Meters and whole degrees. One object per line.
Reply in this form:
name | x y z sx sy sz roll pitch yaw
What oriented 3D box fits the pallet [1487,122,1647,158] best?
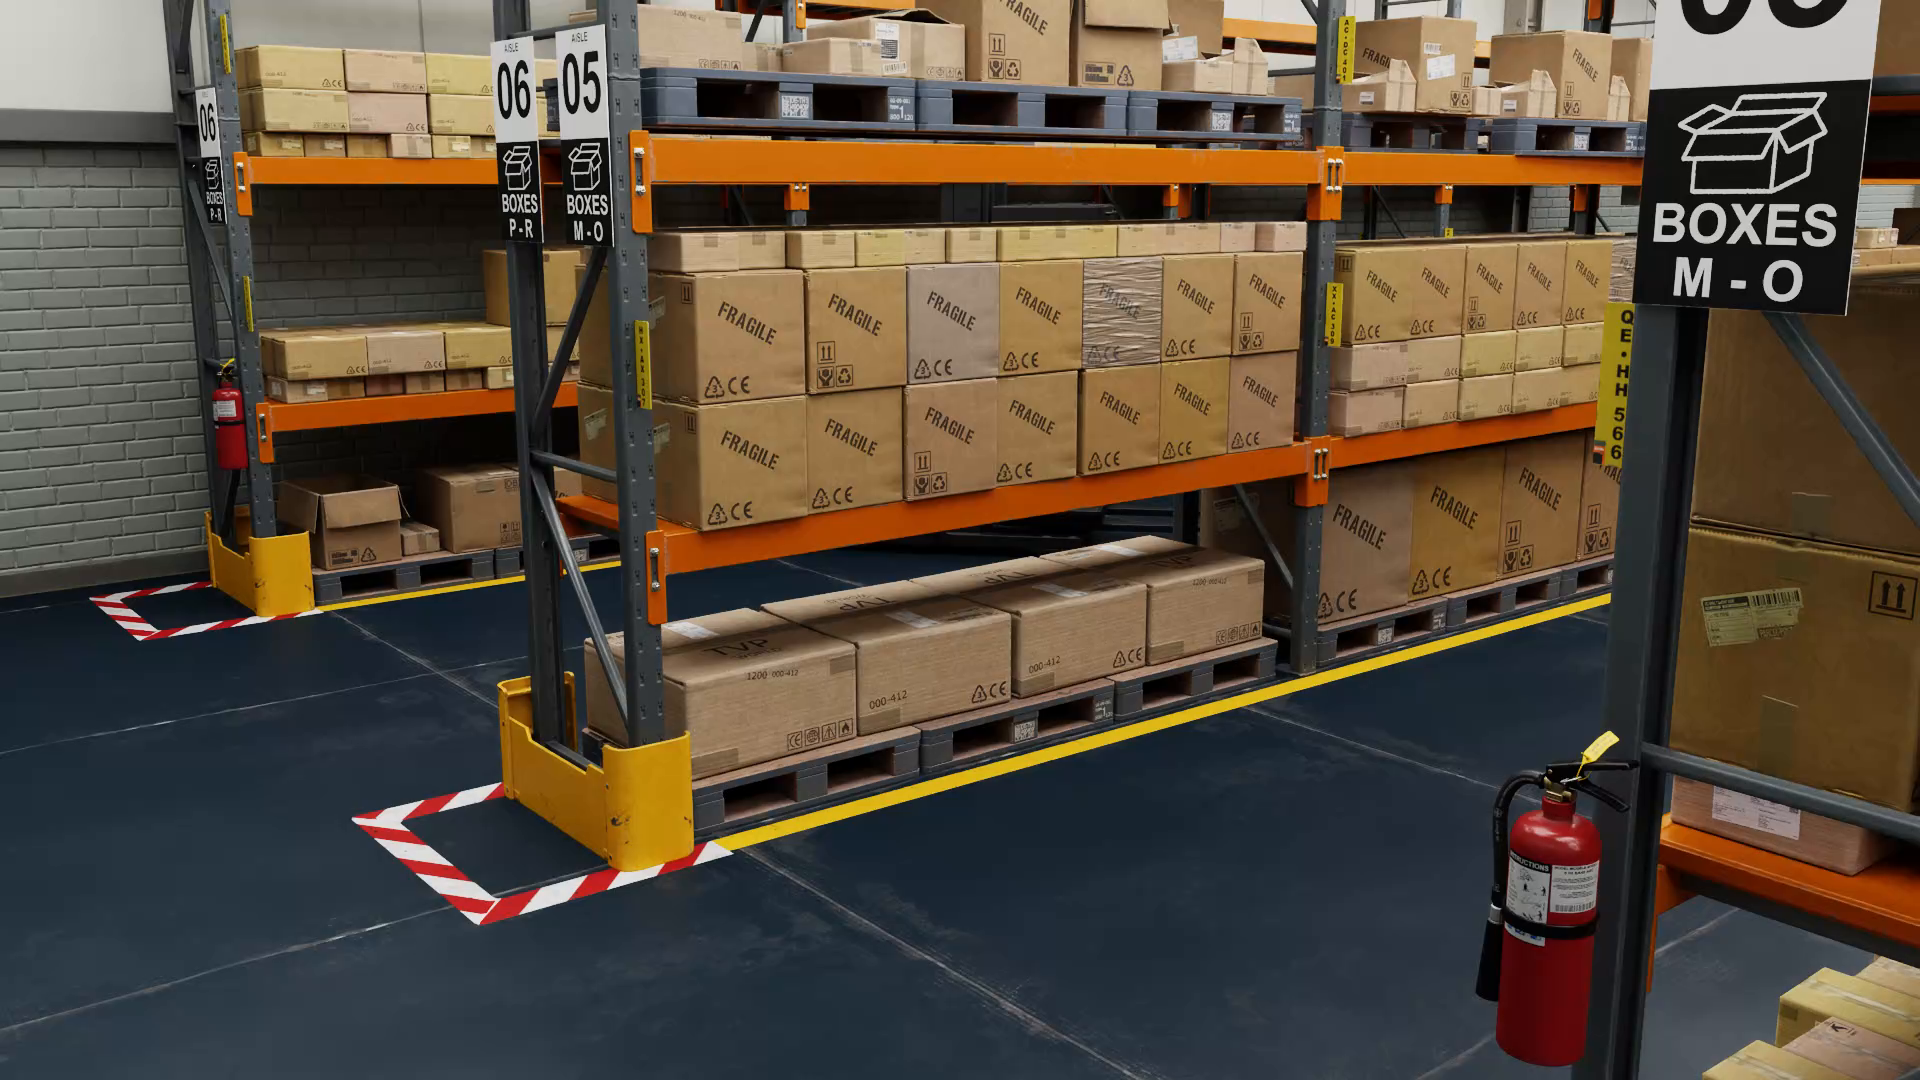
pallet | 4.252 -2.603 10.898 1.003 0.211 1.213 -9 15 -35

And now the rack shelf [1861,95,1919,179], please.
rack shelf | 3.208 -0.867 4.001 4.000 0.370 1.077 -9 15 -38

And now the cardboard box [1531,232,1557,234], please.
cardboard box | 6.844 -3.571 19.705 0.250 0.149 0.380 -9 15 -37

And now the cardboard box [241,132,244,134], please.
cardboard box | -4.452 -2.728 10.677 0.500 0.250 0.500 -10 15 -39

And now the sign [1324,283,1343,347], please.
sign | 1.946 -1.173 8.659 0.005 0.325 0.100 -9 15 -38

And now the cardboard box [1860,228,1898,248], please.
cardboard box | 7.096 -2.368 13.030 0.250 0.149 0.380 -10 16 -39

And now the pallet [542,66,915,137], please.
pallet | -0.953 -1.804 6.894 1.213 0.211 1.003 -9 15 -38

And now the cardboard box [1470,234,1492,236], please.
cardboard box | 5.822 -3.407 18.933 0.250 0.149 0.380 -10 15 -38

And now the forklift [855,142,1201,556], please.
forklift | 0.617 -1.413 12.229 3.031 2.935 1.130 2 12 9

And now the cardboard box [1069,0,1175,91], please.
cardboard box | 0.565 -2.393 7.955 0.637 0.503 0.797 -8 14 -33

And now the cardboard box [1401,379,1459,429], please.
cardboard box | 2.510 -0.809 9.580 0.500 0.250 0.500 -10 16 -39

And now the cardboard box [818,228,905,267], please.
cardboard box | -0.446 -1.236 7.020 0.250 0.149 0.380 -10 16 -39

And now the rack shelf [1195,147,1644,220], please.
rack shelf | 3.160 -2.176 10.165 4.000 0.370 1.077 -9 15 -38

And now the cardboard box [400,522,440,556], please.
cardboard box | -3.736 -0.010 11.308 0.250 0.149 0.380 -10 16 -40

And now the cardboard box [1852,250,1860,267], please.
cardboard box | 6.426 -1.943 12.590 0.500 0.500 0.500 -10 16 -40

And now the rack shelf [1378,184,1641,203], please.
rack shelf | 6.303 -4.019 18.843 4.000 0.370 1.077 -9 15 -38

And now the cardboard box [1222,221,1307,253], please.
cardboard box | 1.556 -1.565 8.567 0.250 0.149 0.380 -10 15 -39

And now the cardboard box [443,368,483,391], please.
cardboard box | -3.408 -1.100 11.194 0.250 0.149 0.380 -9 15 -37

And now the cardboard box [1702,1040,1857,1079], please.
cardboard box | 1.901 1.296 3.724 0.250 0.149 0.380 -9 15 -37

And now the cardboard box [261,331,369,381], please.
cardboard box | -4.106 -1.174 10.581 0.500 0.250 0.500 -9 15 -37

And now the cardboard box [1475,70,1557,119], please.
cardboard box | 3.244 -2.588 9.688 0.258 0.266 0.396 -8 14 -33

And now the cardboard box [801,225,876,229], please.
cardboard box | -0.567 -1.349 7.550 0.250 0.149 0.380 -10 15 -38

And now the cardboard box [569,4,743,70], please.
cardboard box | -1.230 -2.003 6.729 0.500 0.250 0.500 -11 16 -43

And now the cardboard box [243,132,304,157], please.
cardboard box | -4.235 -2.435 10.256 0.250 0.149 0.380 -9 15 -36

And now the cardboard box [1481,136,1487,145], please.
cardboard box | 5.543 -4.390 17.823 0.500 0.311 0.500 -9 15 -37

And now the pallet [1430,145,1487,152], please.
pallet | 5.391 -4.183 18.096 1.213 0.211 1.003 -9 15 -38

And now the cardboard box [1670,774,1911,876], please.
cardboard box | 1.724 0.542 3.457 0.250 0.149 0.380 -9 15 -38

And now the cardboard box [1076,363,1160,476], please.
cardboard box | 0.614 -0.613 8.054 0.500 0.500 0.500 -10 15 -38

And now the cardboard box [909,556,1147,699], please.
cardboard box | 0.342 0.427 8.553 0.875 0.438 0.875 -10 16 -39

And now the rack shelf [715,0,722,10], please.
rack shelf | -3.067 -3.927 11.199 4.000 0.370 1.077 -9 15 -38

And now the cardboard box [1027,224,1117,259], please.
cardboard box | 0.519 -1.409 7.834 0.250 0.149 0.380 -10 15 -39

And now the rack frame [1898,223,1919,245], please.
rack frame | 7.845 -1.839 14.068 0.127 3.000 1.000 -9 15 -38

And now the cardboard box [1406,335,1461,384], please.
cardboard box | 2.507 -1.056 9.537 0.500 0.250 0.500 -9 15 -37

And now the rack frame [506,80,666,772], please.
rack frame | -1.525 -0.282 6.735 0.127 3.000 1.000 -9 15 -38

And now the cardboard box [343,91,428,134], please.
cardboard box | -3.728 -2.709 10.586 0.500 0.250 0.500 -9 15 -37

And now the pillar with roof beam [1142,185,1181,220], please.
pillar with roof beam | 4.762 -4.676 12.987 0.400 9.000 9.100 -9 15 -38

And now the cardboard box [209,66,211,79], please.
cardboard box | -4.456 -2.974 10.630 0.500 0.250 0.500 -10 16 -39

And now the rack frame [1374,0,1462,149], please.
rack frame | 4.741 -5.578 17.234 0.127 3.000 1.000 -9 15 -38

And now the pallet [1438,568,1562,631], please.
pallet | 3.107 0.291 10.748 1.213 0.211 1.003 -9 15 -38

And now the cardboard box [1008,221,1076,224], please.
cardboard box | 0.368 -1.530 8.401 0.250 0.149 0.380 -10 16 -39

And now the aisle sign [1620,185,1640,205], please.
aisle sign | 8.099 -4.395 19.848 0.004 0.787 0.394 -9 15 -38

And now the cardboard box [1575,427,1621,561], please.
cardboard box | 4.130 -0.410 11.442 0.875 0.875 0.875 -10 15 -38

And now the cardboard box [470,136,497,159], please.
cardboard box | -3.222 -2.596 11.018 0.250 0.149 0.380 -10 15 -38

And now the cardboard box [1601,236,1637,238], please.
cardboard box | 4.481 -1.749 10.994 0.500 0.500 0.500 -10 16 -39

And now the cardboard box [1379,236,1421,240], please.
cardboard box | 4.802 -3.246 18.175 0.250 0.149 0.380 -9 15 -38

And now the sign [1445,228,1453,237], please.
sign | 5.088 -3.085 17.337 0.005 0.325 0.100 -9 15 -38

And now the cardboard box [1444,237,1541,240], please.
cardboard box | 3.389 -1.703 10.780 0.500 0.500 0.500 -9 15 -36

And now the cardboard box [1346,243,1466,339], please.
cardboard box | 2.501 -1.420 9.447 0.500 0.500 0.500 -10 15 -38

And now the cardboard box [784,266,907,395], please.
cardboard box | -0.573 -0.904 7.018 0.500 0.500 0.500 -10 16 -39

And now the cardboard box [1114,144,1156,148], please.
cardboard box | 1.369 -3.413 14.618 0.500 0.250 0.500 -10 16 -40

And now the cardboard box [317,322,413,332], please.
cardboard box | -4.032 -1.328 11.307 0.500 0.250 0.500 -9 15 -37

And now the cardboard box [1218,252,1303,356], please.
cardboard box | 1.402 -1.233 8.566 0.500 0.500 0.500 -10 15 -38

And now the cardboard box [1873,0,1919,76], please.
cardboard box | 1.836 -0.988 3.200 0.500 0.250 0.500 -10 15 -39
